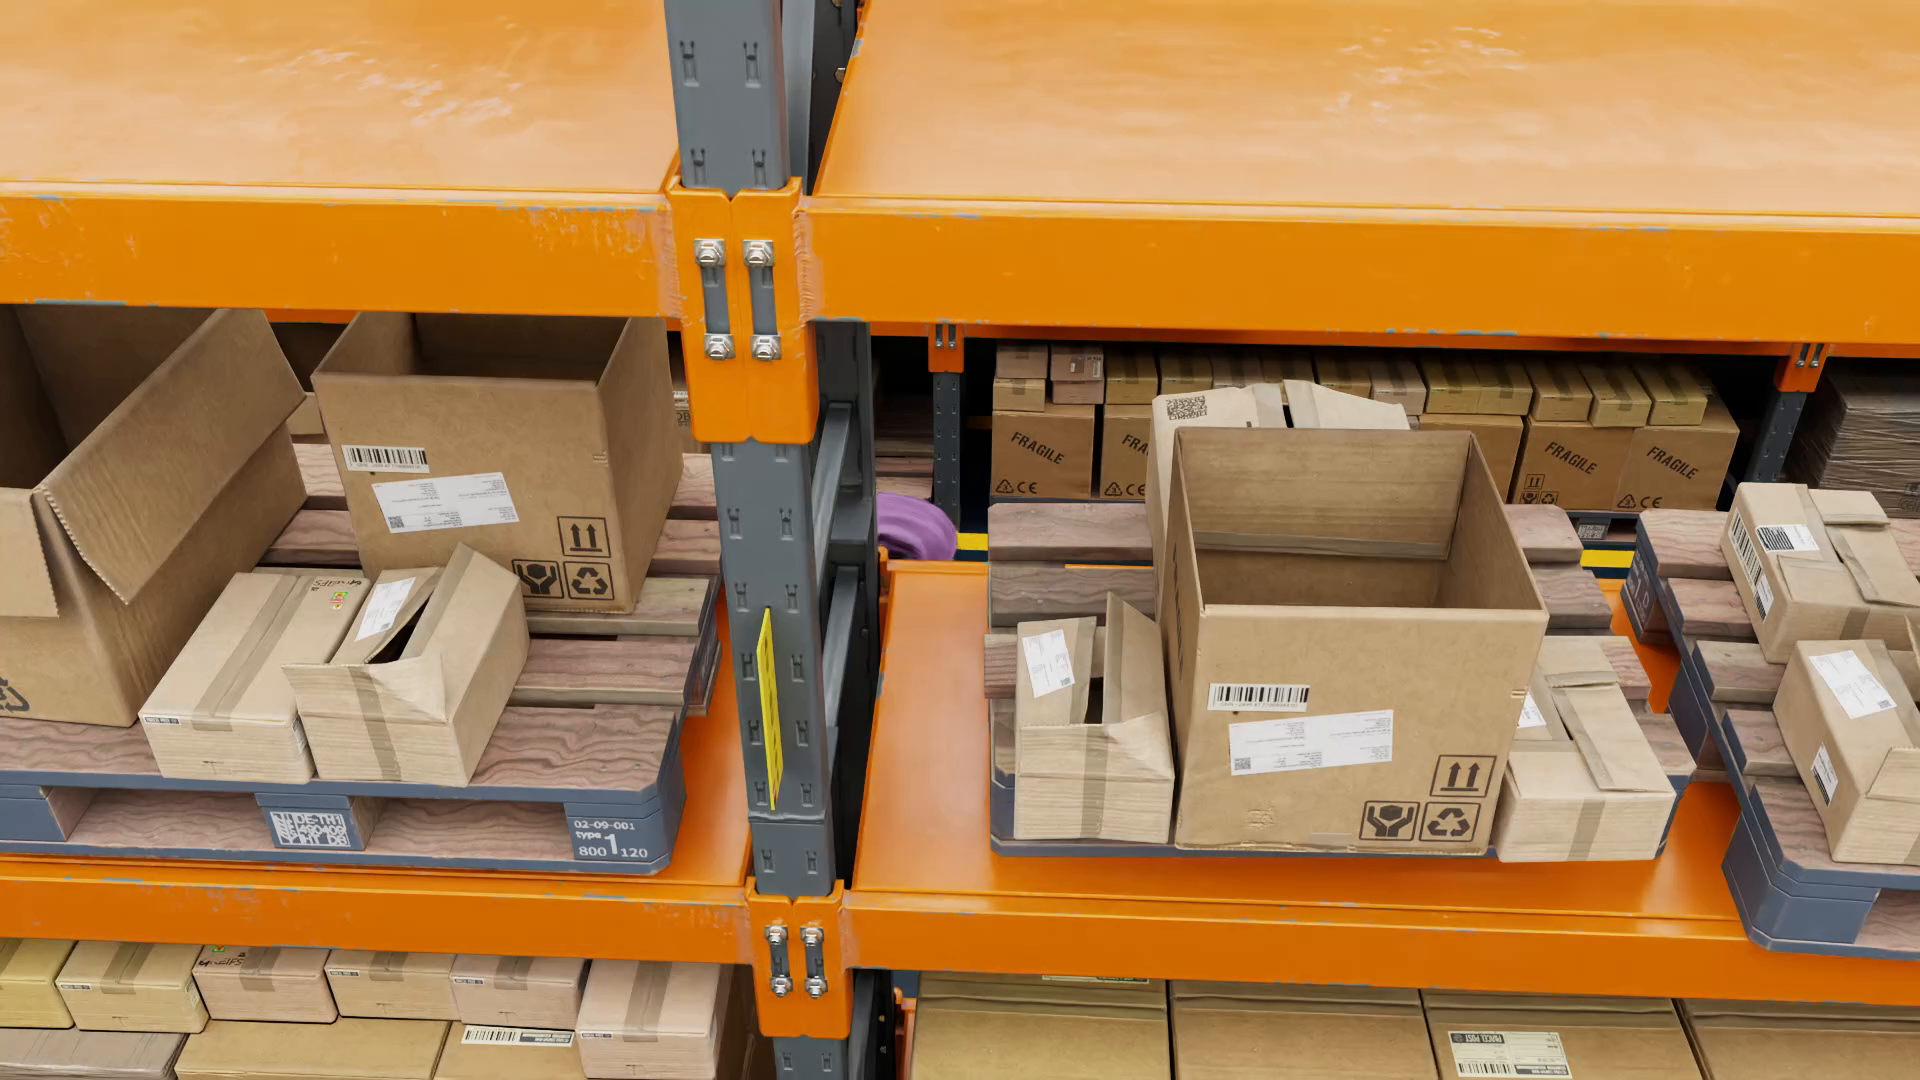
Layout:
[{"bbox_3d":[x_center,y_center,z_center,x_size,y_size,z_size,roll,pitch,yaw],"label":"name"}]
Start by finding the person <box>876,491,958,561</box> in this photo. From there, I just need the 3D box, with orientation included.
[{"bbox_3d":[-0.441,0.174,7.461,0.862,0.916,0.431,1,36,2],"label":"person"}]
